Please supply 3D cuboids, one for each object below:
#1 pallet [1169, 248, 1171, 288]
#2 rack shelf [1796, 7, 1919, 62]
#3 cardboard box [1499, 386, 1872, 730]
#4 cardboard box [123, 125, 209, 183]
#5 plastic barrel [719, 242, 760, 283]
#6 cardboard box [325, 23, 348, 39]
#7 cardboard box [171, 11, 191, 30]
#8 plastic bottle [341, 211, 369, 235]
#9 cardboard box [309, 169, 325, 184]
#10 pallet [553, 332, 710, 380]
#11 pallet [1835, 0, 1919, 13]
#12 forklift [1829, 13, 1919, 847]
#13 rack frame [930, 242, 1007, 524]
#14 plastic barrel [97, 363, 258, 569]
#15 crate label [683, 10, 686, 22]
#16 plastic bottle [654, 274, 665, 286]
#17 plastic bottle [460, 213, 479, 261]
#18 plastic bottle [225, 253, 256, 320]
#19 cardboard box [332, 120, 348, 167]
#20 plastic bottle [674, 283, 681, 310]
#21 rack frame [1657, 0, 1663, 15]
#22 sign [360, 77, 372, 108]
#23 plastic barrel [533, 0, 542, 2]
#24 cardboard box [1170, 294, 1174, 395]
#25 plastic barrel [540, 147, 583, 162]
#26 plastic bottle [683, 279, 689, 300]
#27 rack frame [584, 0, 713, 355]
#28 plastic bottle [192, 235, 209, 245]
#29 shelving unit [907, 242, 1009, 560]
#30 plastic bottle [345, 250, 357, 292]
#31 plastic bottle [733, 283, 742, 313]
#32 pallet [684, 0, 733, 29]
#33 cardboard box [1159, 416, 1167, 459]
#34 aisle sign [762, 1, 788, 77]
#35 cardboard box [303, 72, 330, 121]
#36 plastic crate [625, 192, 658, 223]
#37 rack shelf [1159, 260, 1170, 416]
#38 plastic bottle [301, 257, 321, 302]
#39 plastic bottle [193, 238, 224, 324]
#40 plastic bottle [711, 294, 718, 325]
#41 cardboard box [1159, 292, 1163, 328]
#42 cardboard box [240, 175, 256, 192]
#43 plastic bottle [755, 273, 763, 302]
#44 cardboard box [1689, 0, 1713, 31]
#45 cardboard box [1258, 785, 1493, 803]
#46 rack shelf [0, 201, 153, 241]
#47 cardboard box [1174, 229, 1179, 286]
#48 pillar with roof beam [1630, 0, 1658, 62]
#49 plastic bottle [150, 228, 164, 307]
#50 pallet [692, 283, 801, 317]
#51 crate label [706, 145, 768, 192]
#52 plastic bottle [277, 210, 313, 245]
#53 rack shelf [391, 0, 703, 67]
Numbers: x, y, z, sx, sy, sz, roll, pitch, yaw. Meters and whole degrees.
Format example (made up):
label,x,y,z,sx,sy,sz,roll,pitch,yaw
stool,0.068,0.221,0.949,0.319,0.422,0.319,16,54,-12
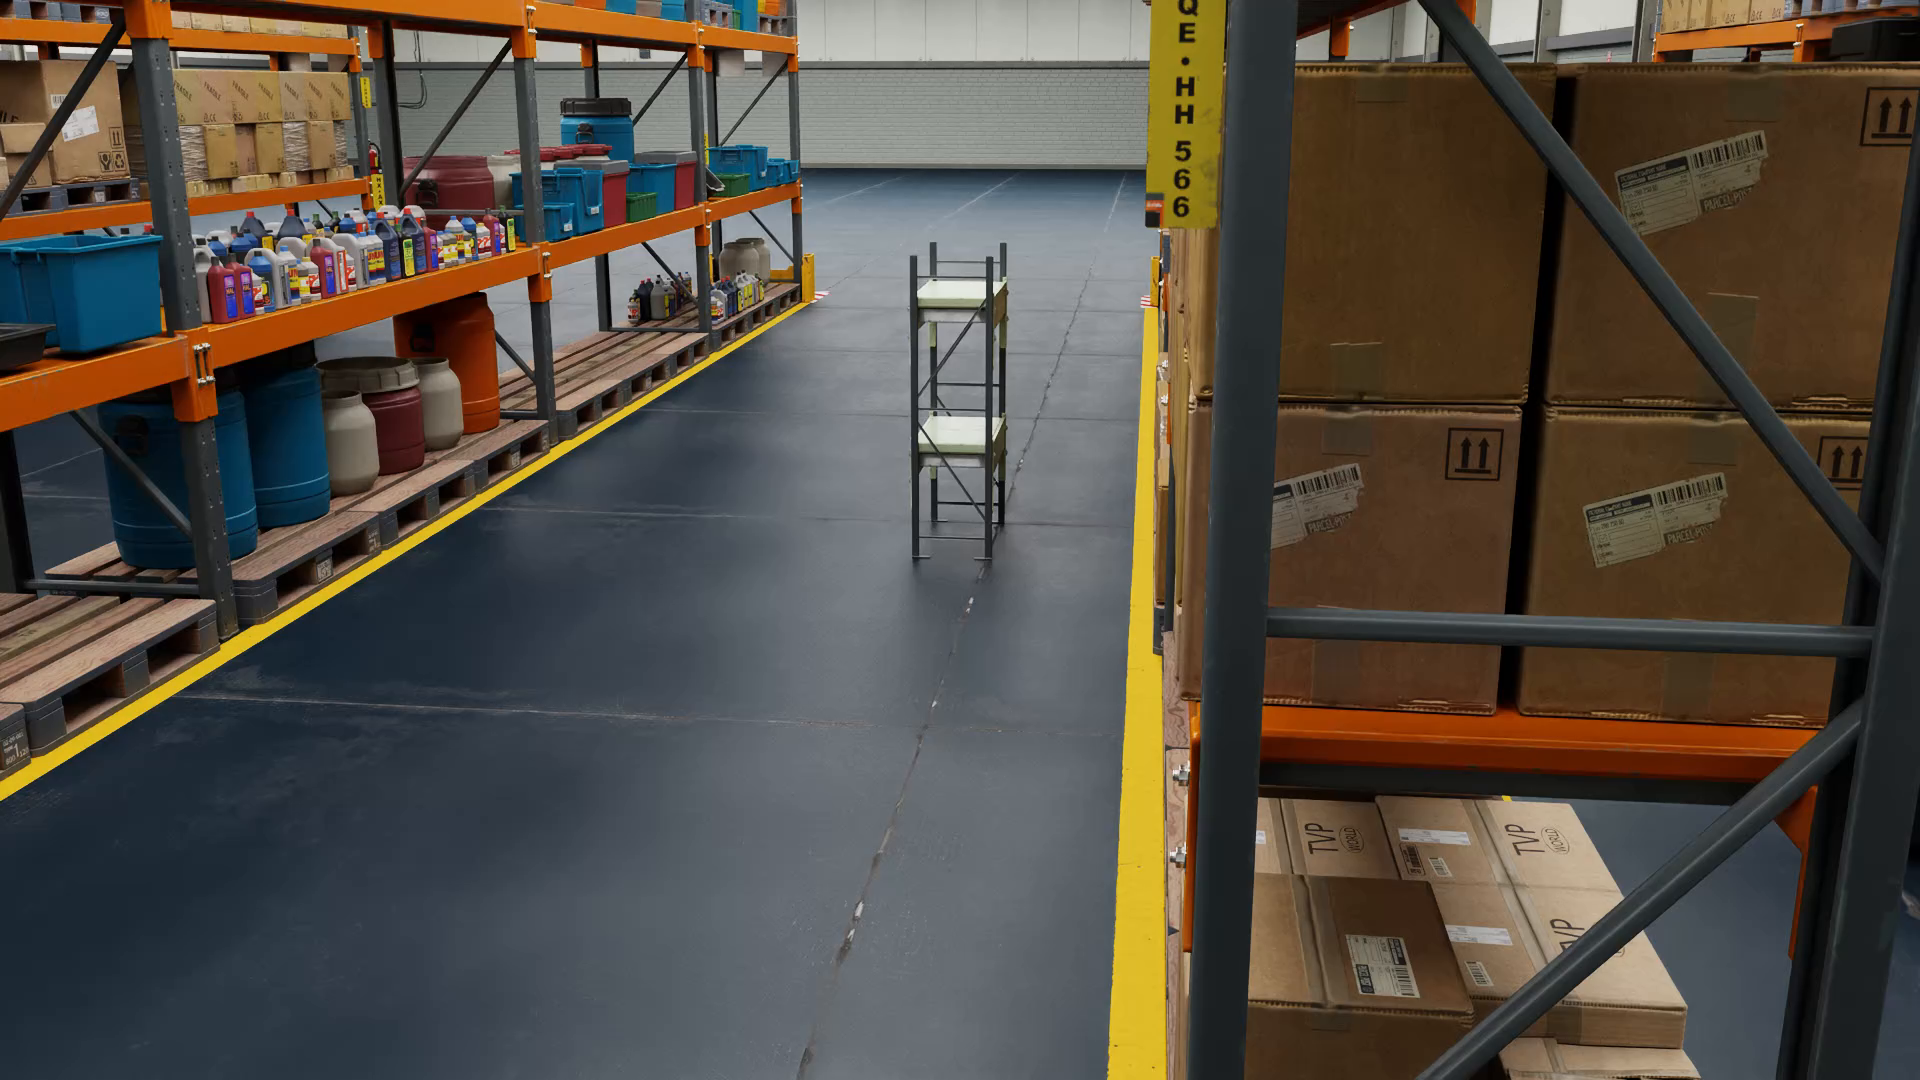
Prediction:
label,x,y,z,sx,sy,sz,roll,pitch,yaw
pallet,1.546,-1.338,8.232,1.003,0.211,1.213,2,15,6
rack shelf,6.909,-3.410,11.157,1.077,0.370,4.000,2,15,6
cardboard box,1.170,-0.016,2.783,0.500,0.500,0.500,2,15,7
cardboard box,-7.518,-3.572,15.365,0.875,0.500,0.500,2,15,6
plastic barrel,-2.312,-2.856,17.438,0.421,0.512,0.421,0,15,0
cardboard box,-6.981,-5.546,17.966,0.500,0.250,0.500,2,15,8
cardboard box,-7.325,-4.750,15.024,0.500,0.250,0.500,1,15,4
plastic bottle,-3.582,-1.800,9.808,0.152,0.276,0.135,2,15,6
cardboard box,-7.055,-3.906,17.842,0.380,0.149,0.250,2,15,6
pallet,-2.759,-1.569,14.059,1.003,0.211,1.213,2,15,6
pallet,6.845,-3.759,11.430,1.213,0.211,1.003,2,15,6
forklift,3.646,-0.776,5.918,1.130,2.935,3.031,5,16,17
rack frame,0.042,-0.821,8.824,0.400,1.500,0.023,2,15,6
plastic barrel,-3.533,-0.375,7.518,0.600,0.901,0.708,2,15,6
crate label,-2.797,-5.057,16.157,0.502,0.251,0.408,2,15,6
plastic bottle,-2.864,-2.362,15.884,0.144,0.351,0.185,2,15,6
plastic bottle,-2.861,-1.763,9.681,0.097,0.271,0.097,0,15,0
plastic bottle,-3.131,-1.105,7.227,0.061,0.283,0.133,2,15,6
cardboard box,-7.268,-4.353,18.252,0.875,0.500,0.500,2,15,6
plastic bottle,-2.736,-2.369,16.037,0.061,0.283,0.133,2,15,6
rack frame,7.586,-6.761,16.427,1.000,3.000,0.127,2,15,6
sign,-6.630,-4.993,18.556,0.100,0.325,0.005,2,15,6
plastic barrel,-2.821,-3.656,10.474,0.421,0.512,0.421,0,15,0
cardboard box,0.927,-0.689,5.272,0.500,0.500,0.500,2,15,7
plastic barrel,-3.117,-2.753,12.837,0.433,0.535,0.433,0,15,0
plastic bottle,-2.783,-2.531,16.792,0.097,0.201,0.097,0,15,0
rack frame,-2.709,-3.120,14.452,1.000,3.000,0.127,2,15,6
plastic bottle,-3.775,-1.357,8.172,0.152,0.276,0.135,2,15,6
shelving unit,0.001,-0.726,8.473,0.431,1.500,0.755,2,15,6
plastic bottle,-3.036,-1.327,8.204,0.097,0.201,0.097,0,15,0
plastic bottle,-2.124,-2.308,15.813,0.061,0.283,0.133,2,15,9
pallet,-2.724,-4.666,14.788,1.213,0.211,1.003,2,15,6
cardboard box,1.202,-0.298,7.963,0.500,0.500,0.500,2,15,7
aisle sign,-1.954,-5.422,17.986,0.394,0.787,0.004,2,15,6
cardboard box,-7.046,-4.698,17.611,0.500,0.500,0.500,2,15,6
plastic crate,-2.625,-2.557,12.779,0.450,0.188,0.662,2,15,6
rack shelf,1.535,-1.069,8.248,1.077,0.370,4.000,2,15,6
plastic bottle,-3.077,-1.232,7.853,0.097,0.201,0.097,0,15,0
plastic bottle,-3.245,-1.113,7.126,0.144,0.351,0.185,2,15,6
plastic bottle,-2.237,-2.085,15.009,0.097,0.271,0.097,0,15,0
cardboard box,1.799,-1.755,12.795,0.500,0.311,0.500,1,15,4
cardboard box,-7.190,-3.516,16.400,0.380,0.149,0.250,2,15,6
plastic bottle,-2.024,-2.538,16.663,0.061,0.283,0.133,2,15,8
cardboard box,7.149,-5.019,15.499,0.500,0.500,0.500,2,15,9
cardboard box,1.103,0.582,4.702,0.797,0.503,0.637,2,15,6
rack shelf,-7.856,-2.399,13.167,1.077,0.370,4.000,2,15,6
cardboard box,0.803,-0.914,4.187,0.500,0.500,0.500,2,15,8
pillar with roof beam,4.766,-8.237,21.885,9.100,9.000,0.400,2,15,6
plastic bottle,-3.690,-1.265,7.687,0.144,0.351,0.185,2,15,6
pallet,-2.316,-2.579,17.796,1.003,0.211,1.213,2,15,6
crate label,-2.196,-3.689,16.489,0.502,0.435,0.616,2,15,6
plastic bottle,-3.542,-1.585,8.872,0.144,0.351,0.185,2,15,6
rack shelf,-2.934,-3.702,12.236,1.077,0.370,4.000,2,15,6
